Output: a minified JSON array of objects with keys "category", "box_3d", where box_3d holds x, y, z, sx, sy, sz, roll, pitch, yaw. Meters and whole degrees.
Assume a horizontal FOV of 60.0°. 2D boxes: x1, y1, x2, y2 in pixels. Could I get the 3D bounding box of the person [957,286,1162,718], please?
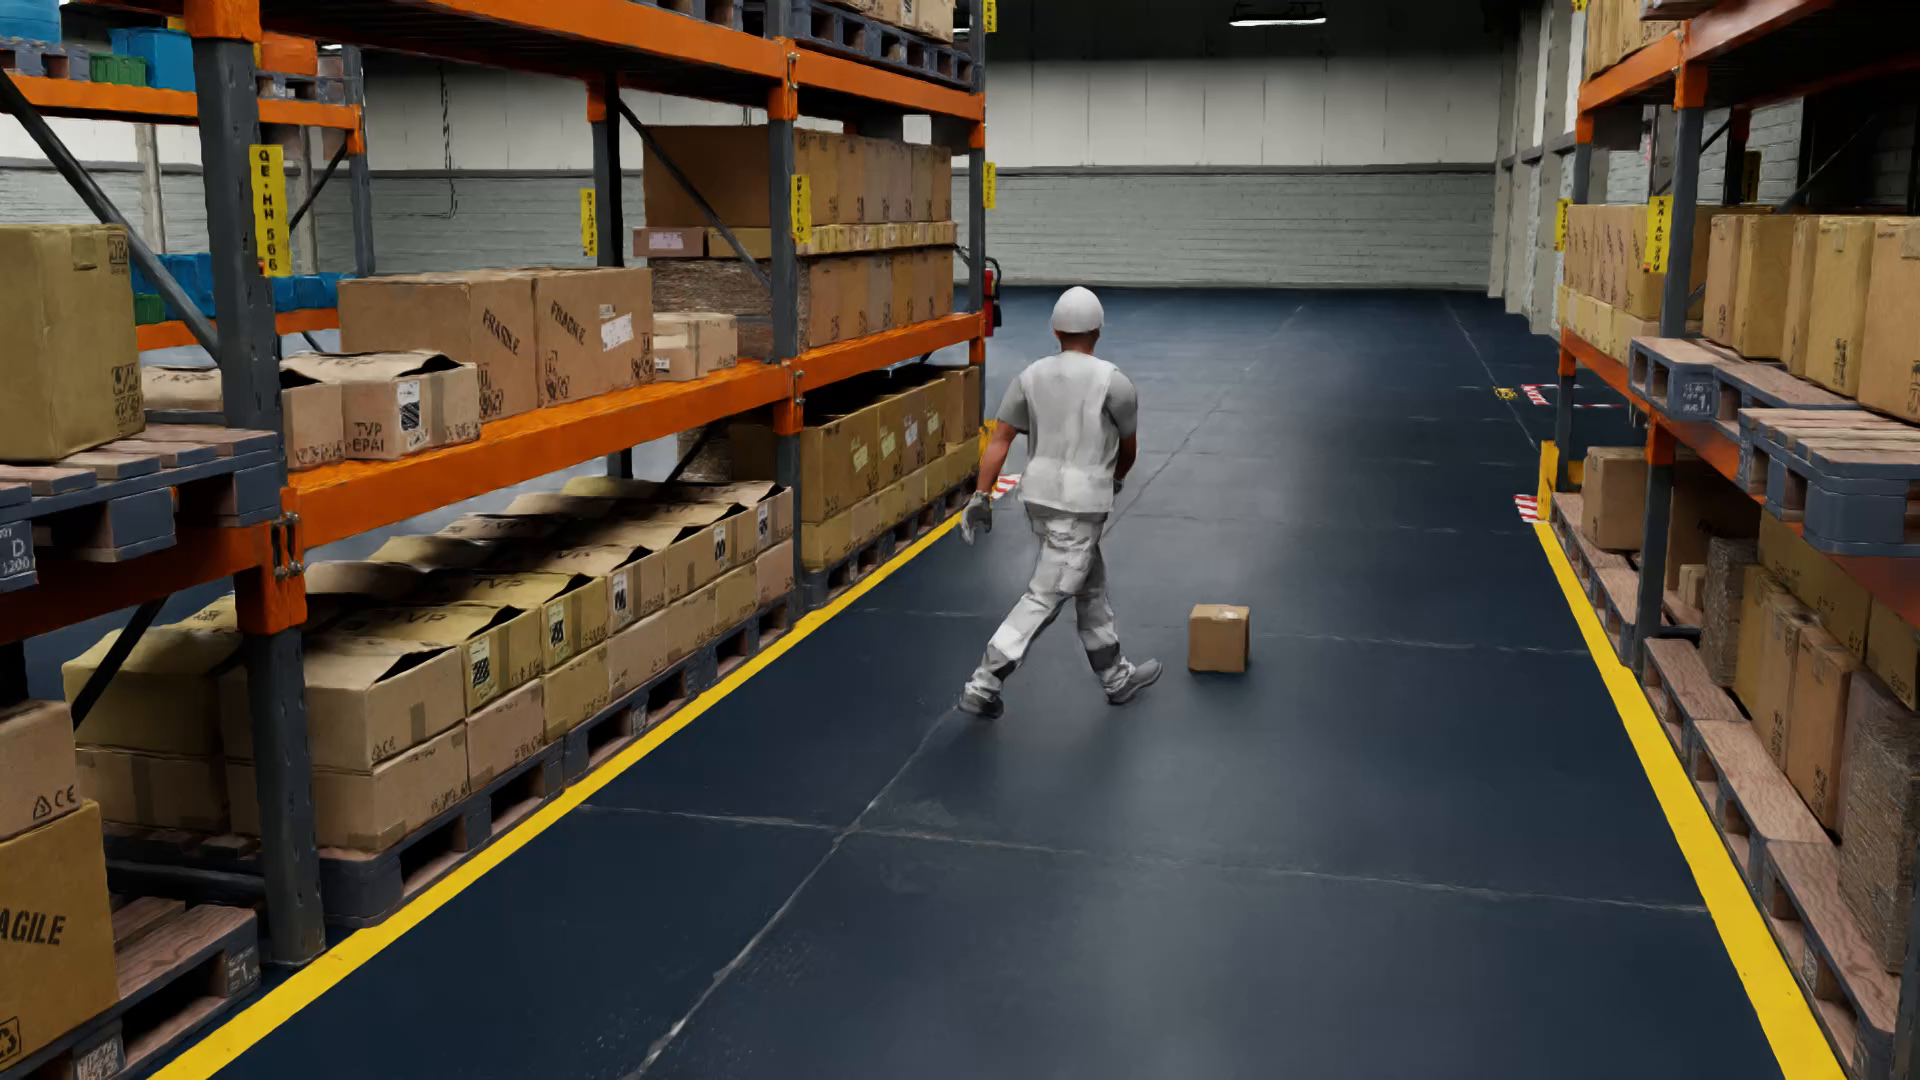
[{"category":"person","box_3d":[0.412,-0.135,6.648,1.069,1.738,0.547,-11,16,-43]}]
